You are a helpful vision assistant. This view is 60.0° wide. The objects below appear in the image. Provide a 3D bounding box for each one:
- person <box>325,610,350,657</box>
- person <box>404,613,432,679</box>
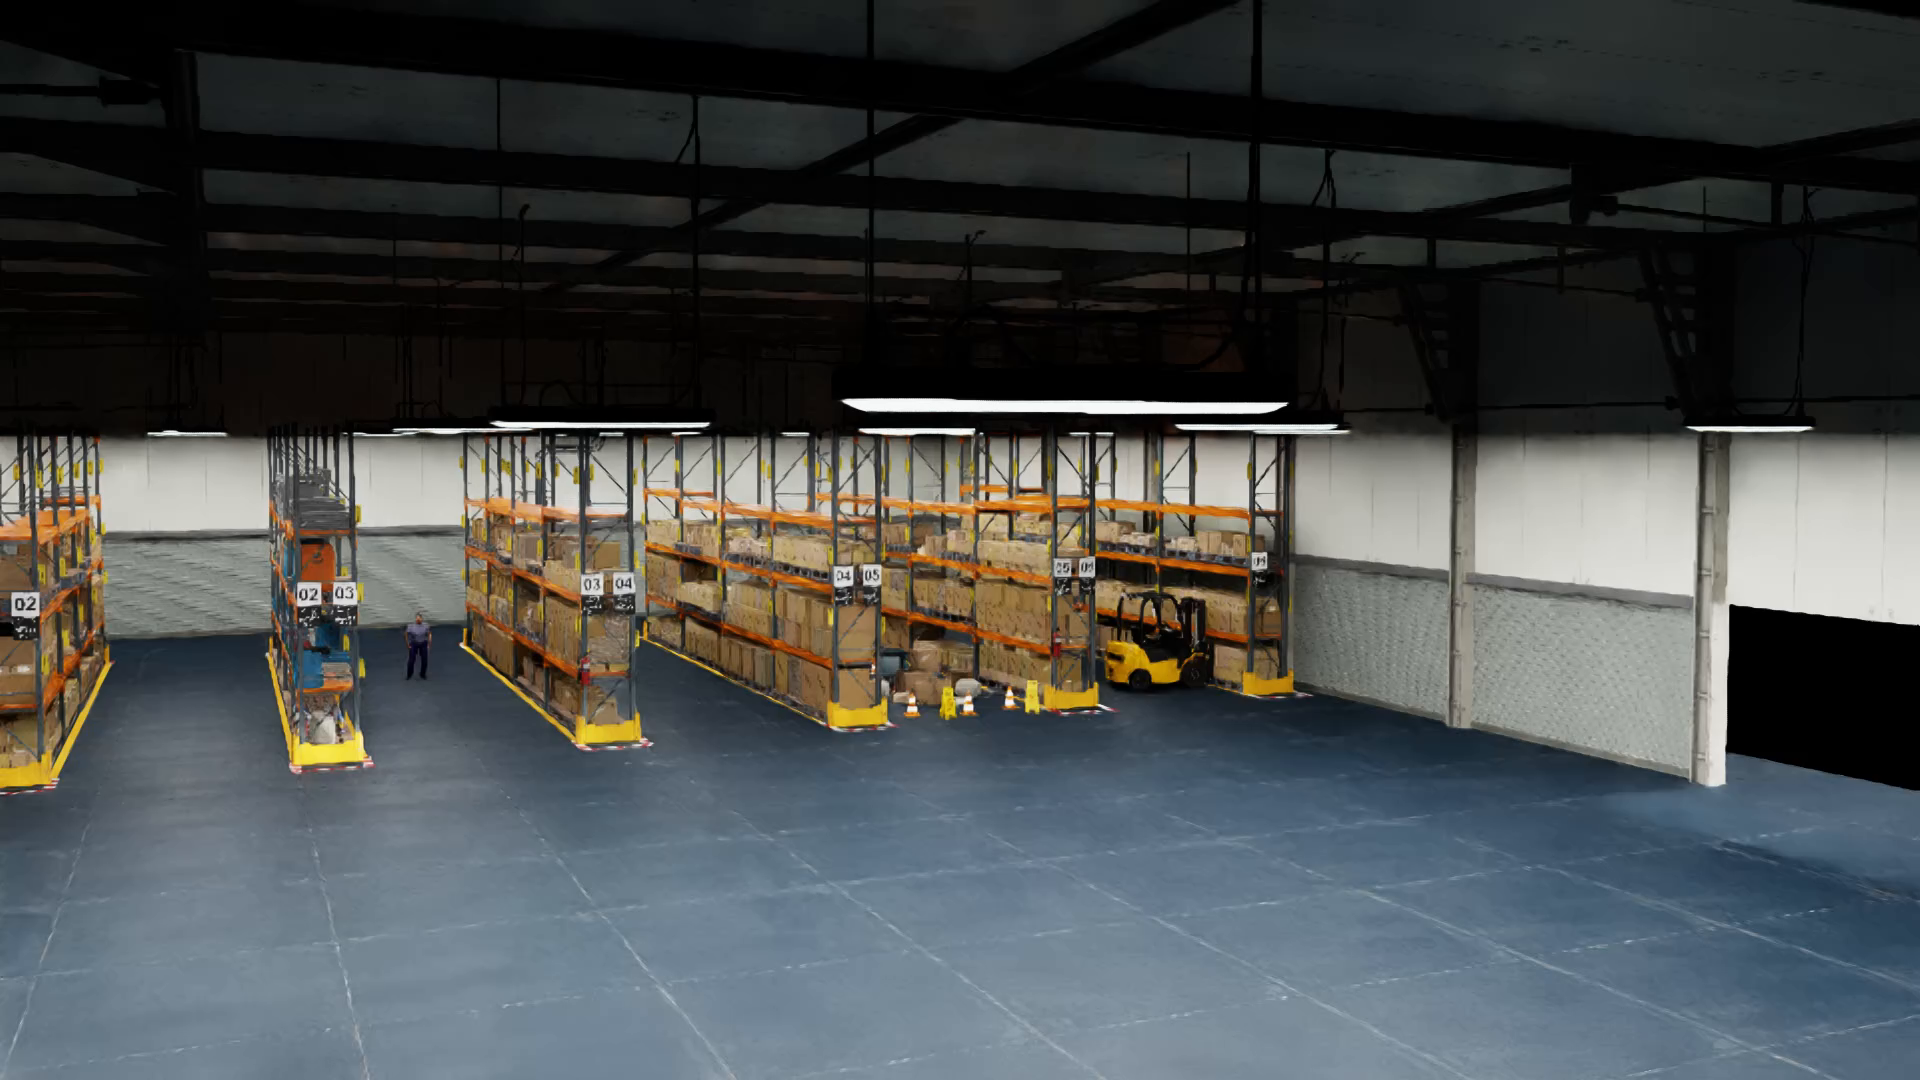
[{"bbox_3d":[-16.295,2.238,43.068,0.698,1.701,0.843,-3,5,-40],"label":"person"},{"bbox_3d":[-12.869,2.522,39.484,0.625,1.596,0.503,-2,4,-27],"label":"person"}]
